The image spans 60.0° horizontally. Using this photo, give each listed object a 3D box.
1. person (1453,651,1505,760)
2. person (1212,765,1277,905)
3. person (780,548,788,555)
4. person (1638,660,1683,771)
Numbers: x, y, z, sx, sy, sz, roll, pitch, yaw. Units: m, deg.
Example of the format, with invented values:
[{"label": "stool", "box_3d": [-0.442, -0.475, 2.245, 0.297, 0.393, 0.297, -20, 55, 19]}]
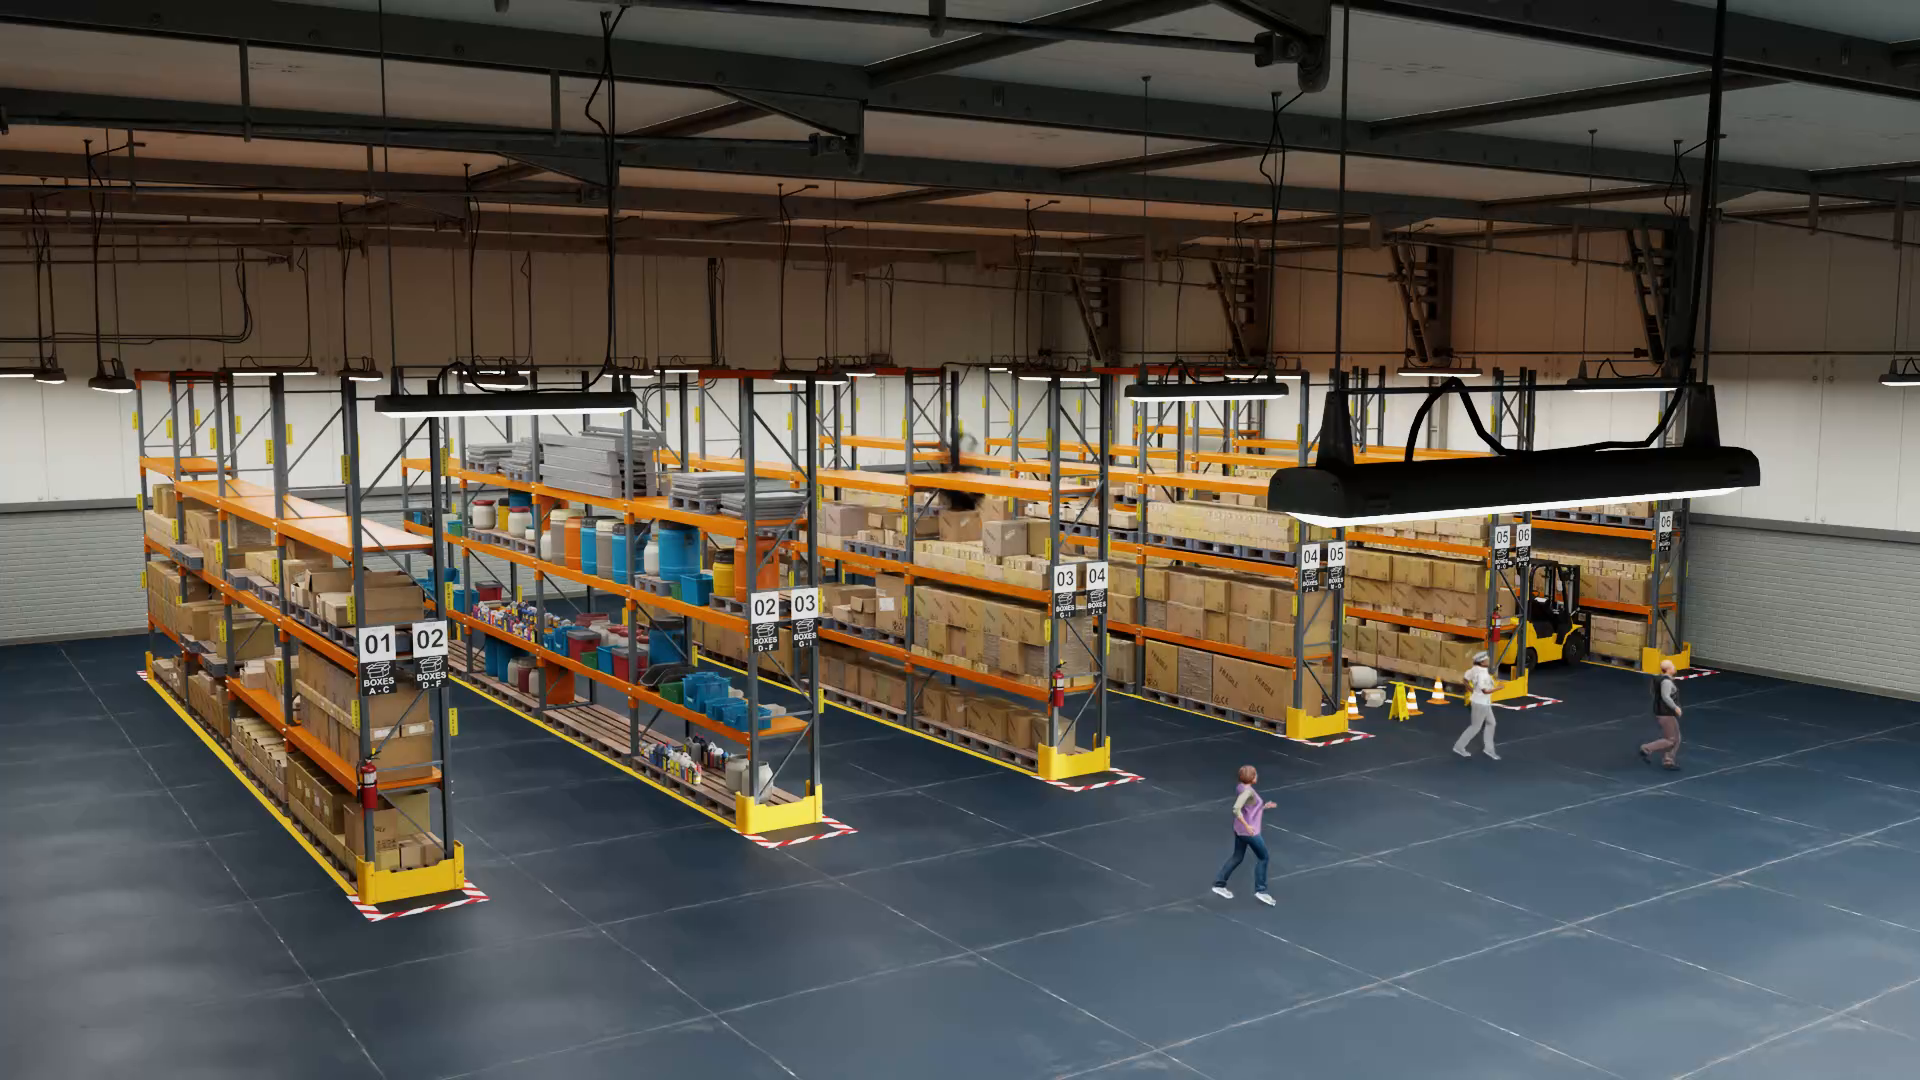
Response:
[{"label": "person", "box_3d": [8.057, 2.580, 25.817, 0.753, 1.744, 0.564, 1, 7, 11]}, {"label": "person", "box_3d": [3.269, 3.387, 19.049, 0.740, 1.619, 0.515, -1, 7, -10]}, {"label": "person", "box_3d": [-4.344, 0.968, 40.645, 0.611, 1.609, 0.689, 2, 7, 16]}, {"label": "person", "box_3d": [10.654, 2.658, 25.232, 0.685, 1.699, 0.668, 1, 7, 10]}]
